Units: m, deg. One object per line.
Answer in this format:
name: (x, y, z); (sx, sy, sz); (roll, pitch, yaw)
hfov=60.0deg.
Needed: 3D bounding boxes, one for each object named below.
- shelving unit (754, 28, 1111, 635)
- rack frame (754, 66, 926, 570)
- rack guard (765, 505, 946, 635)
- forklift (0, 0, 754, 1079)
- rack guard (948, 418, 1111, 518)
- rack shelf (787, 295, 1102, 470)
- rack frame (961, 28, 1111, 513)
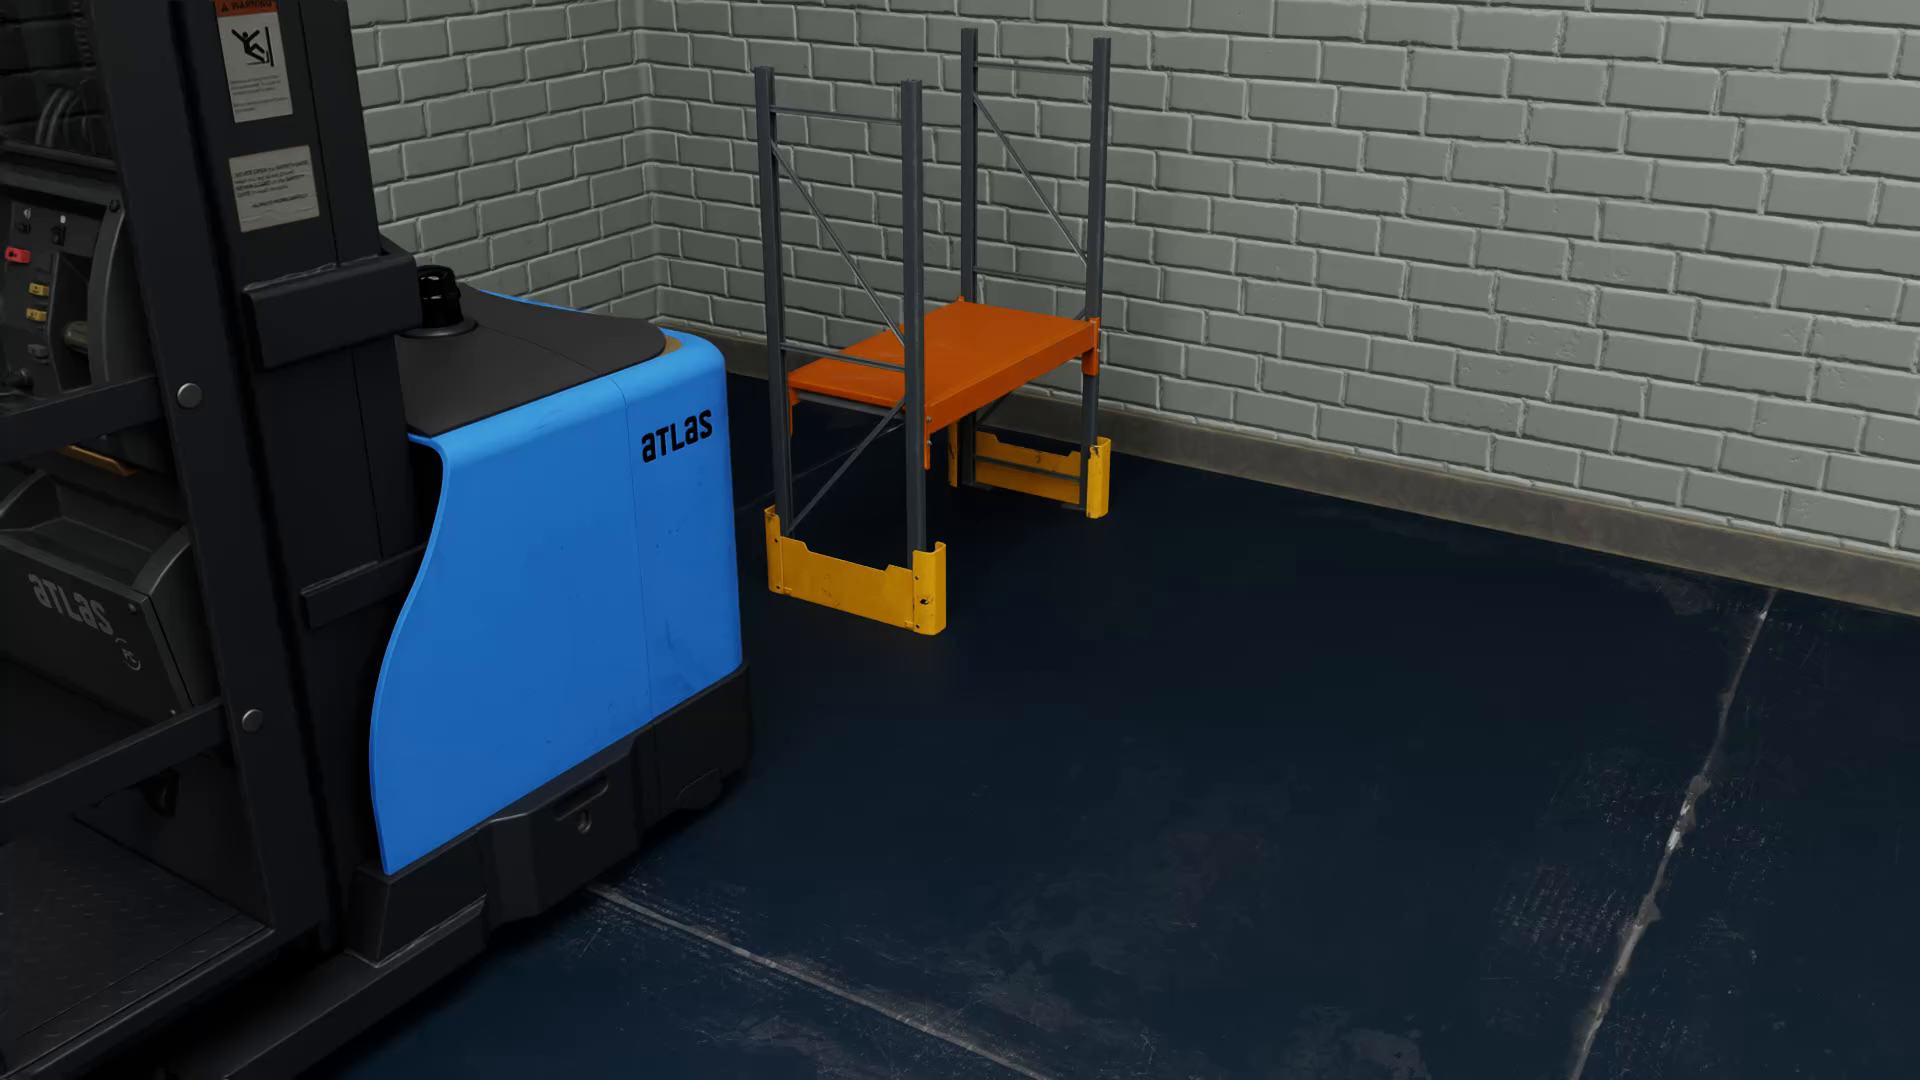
shelving unit: (-0.040, -0.663, 4.893); (0.587, 1.500, 1.083); (14, 27, 29)
rack frame: (-0.313, -0.488, 4.489); (0.500, 1.500, 0.032); (14, 27, 29)
rack guard: (-0.303, 0.079, 4.753); (0.587, 0.250, 0.087); (14, 27, 29)
forklift: (-1.722, -0.407, 2.501); (1.130, 2.935, 3.031); (15, 28, 31)
rack guard: (0.222, -0.257, 5.529); (0.587, 0.250, 0.087); (14, 27, 29)
rack shelf: (-0.045, -0.494, 4.957); (0.538, 0.185, 1.000); (14, 27, 29)
rack frame: (0.223, -0.831, 5.282); (0.500, 1.500, 0.032); (14, 27, 29)
